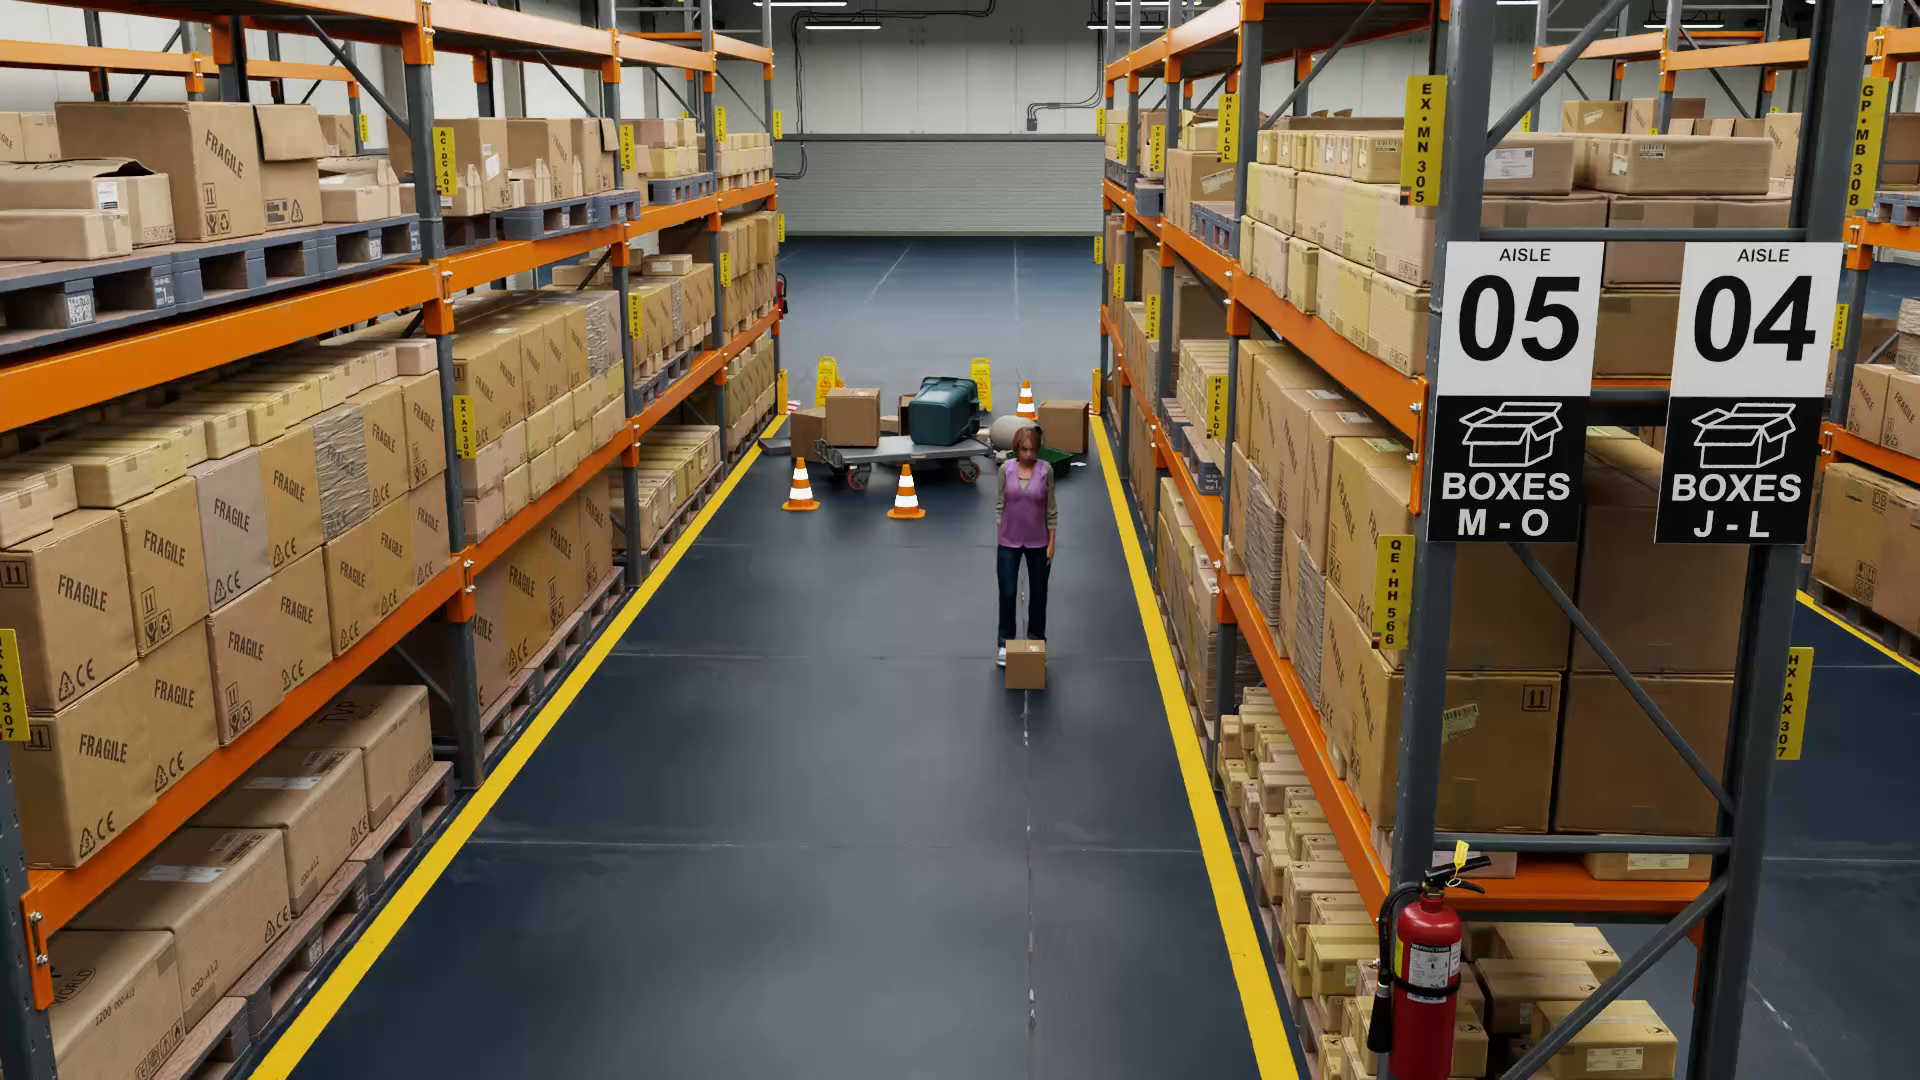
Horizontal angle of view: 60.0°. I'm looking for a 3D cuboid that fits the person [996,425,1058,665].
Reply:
[{"bbox_3d":[0.436,0.039,10.892,0.407,1.598,0.302,1,14,3],"label":"person"}]
